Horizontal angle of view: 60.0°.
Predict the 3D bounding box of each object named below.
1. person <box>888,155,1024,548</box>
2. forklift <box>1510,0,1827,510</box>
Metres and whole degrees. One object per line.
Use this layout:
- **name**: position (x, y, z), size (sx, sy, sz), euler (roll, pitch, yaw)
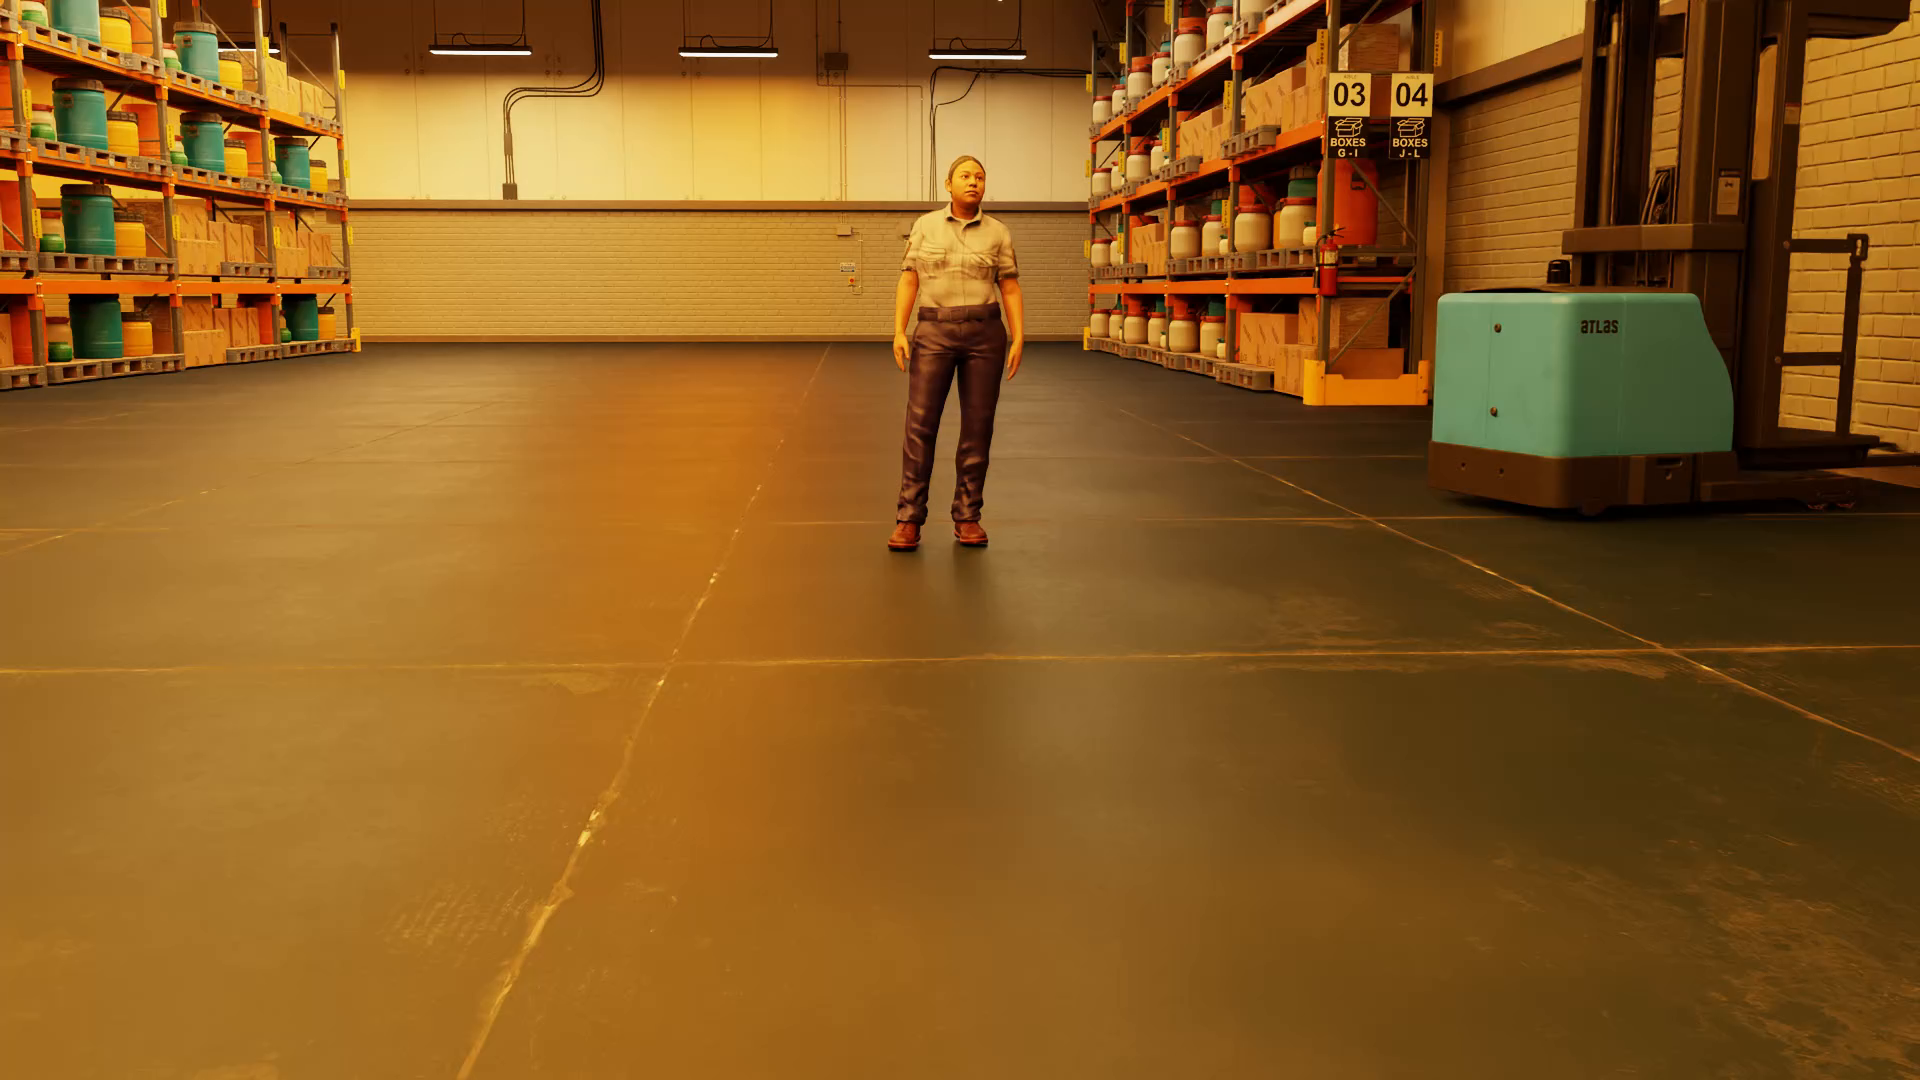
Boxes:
- **person**: position (-0.017, -0.810, 7.098), size (0.598, 1.651, 0.503), euler (-1, 8, -4)
- **forklift**: position (4.019, -1.667, 8.559), size (3.031, 2.935, 1.121), euler (-3, 9, -19)
